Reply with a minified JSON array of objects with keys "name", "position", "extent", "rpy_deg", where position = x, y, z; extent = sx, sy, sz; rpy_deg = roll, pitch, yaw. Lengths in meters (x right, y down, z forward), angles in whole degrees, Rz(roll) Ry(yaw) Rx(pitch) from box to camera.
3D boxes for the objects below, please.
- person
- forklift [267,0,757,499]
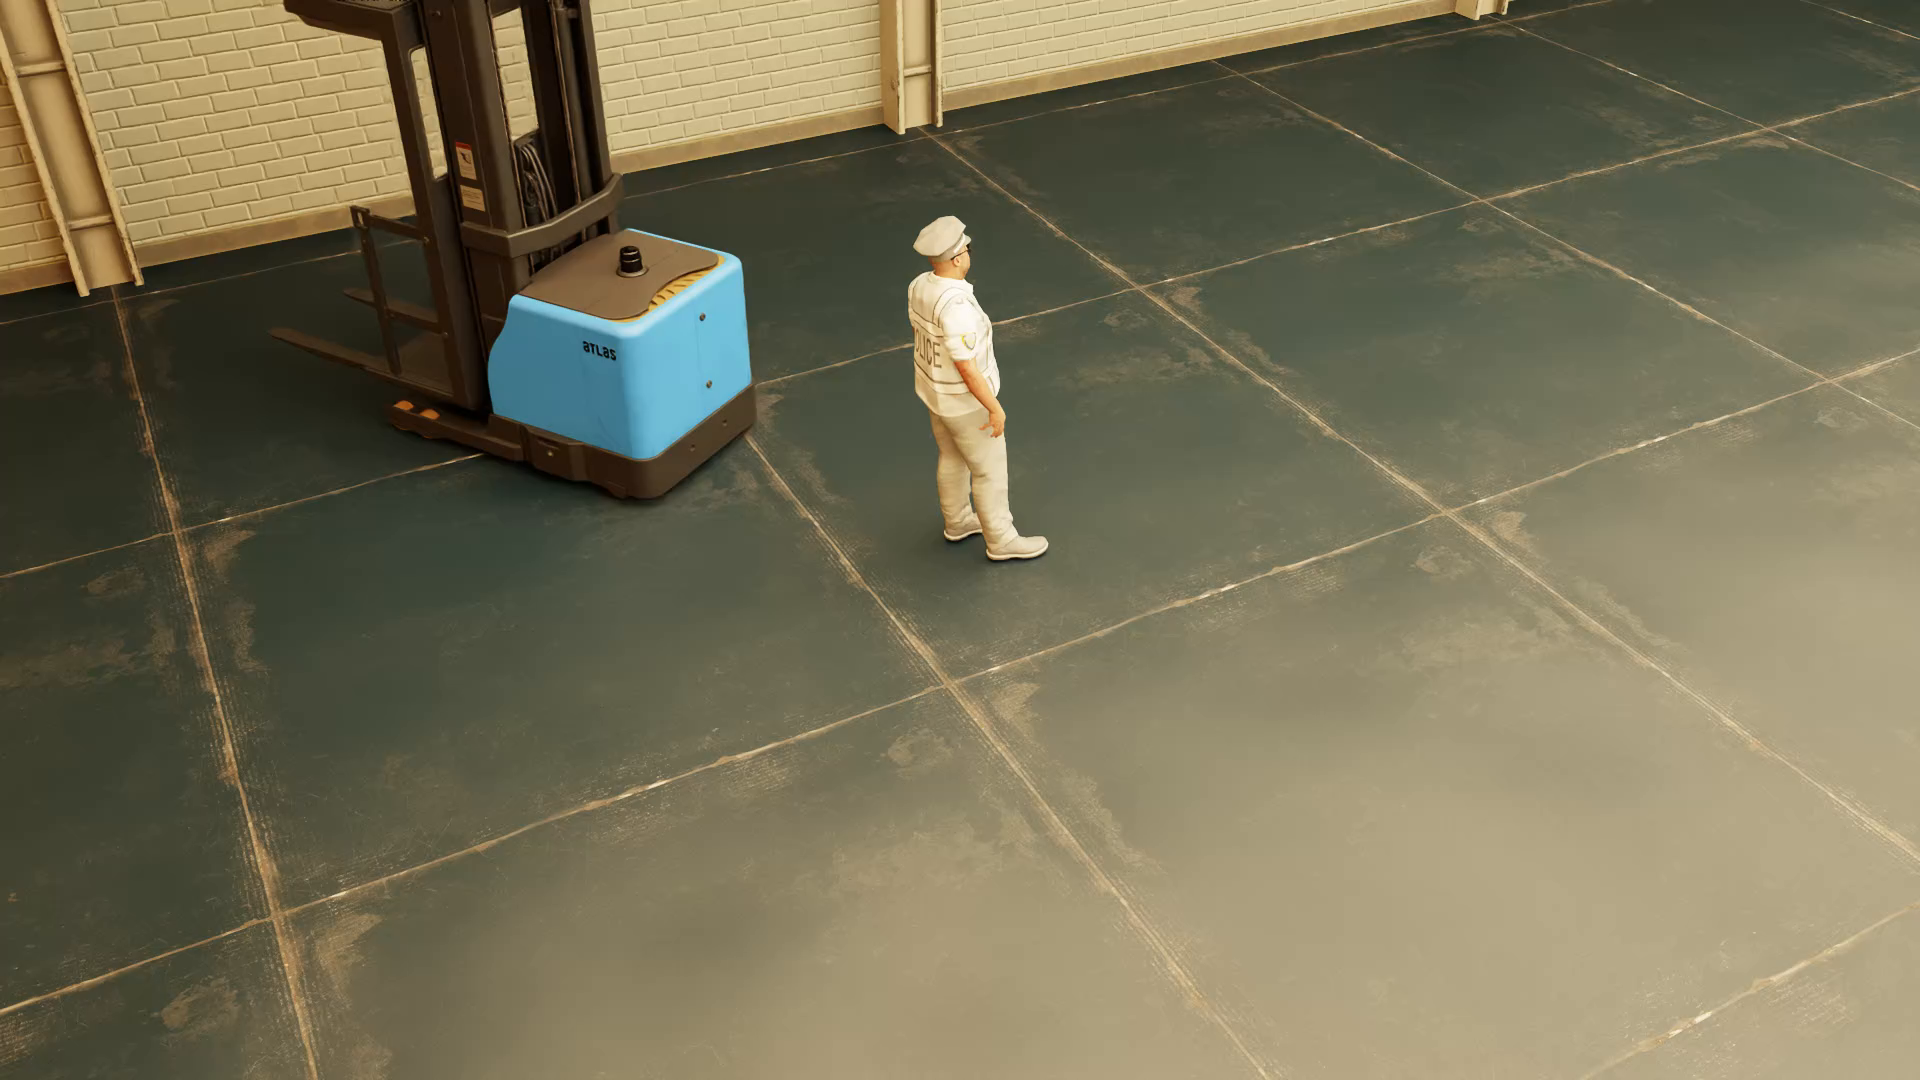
[{"name":"person","position":[0.074,-0.747,8.166],"extent":[0.575,1.779,0.640],"rpy_deg":[-17,39,-23]},{"name":"forklift","position":[-2.704,-2.021,8.982],"extent":[3.031,2.935,1.130],"rpy_deg":[18,39,23]}]
